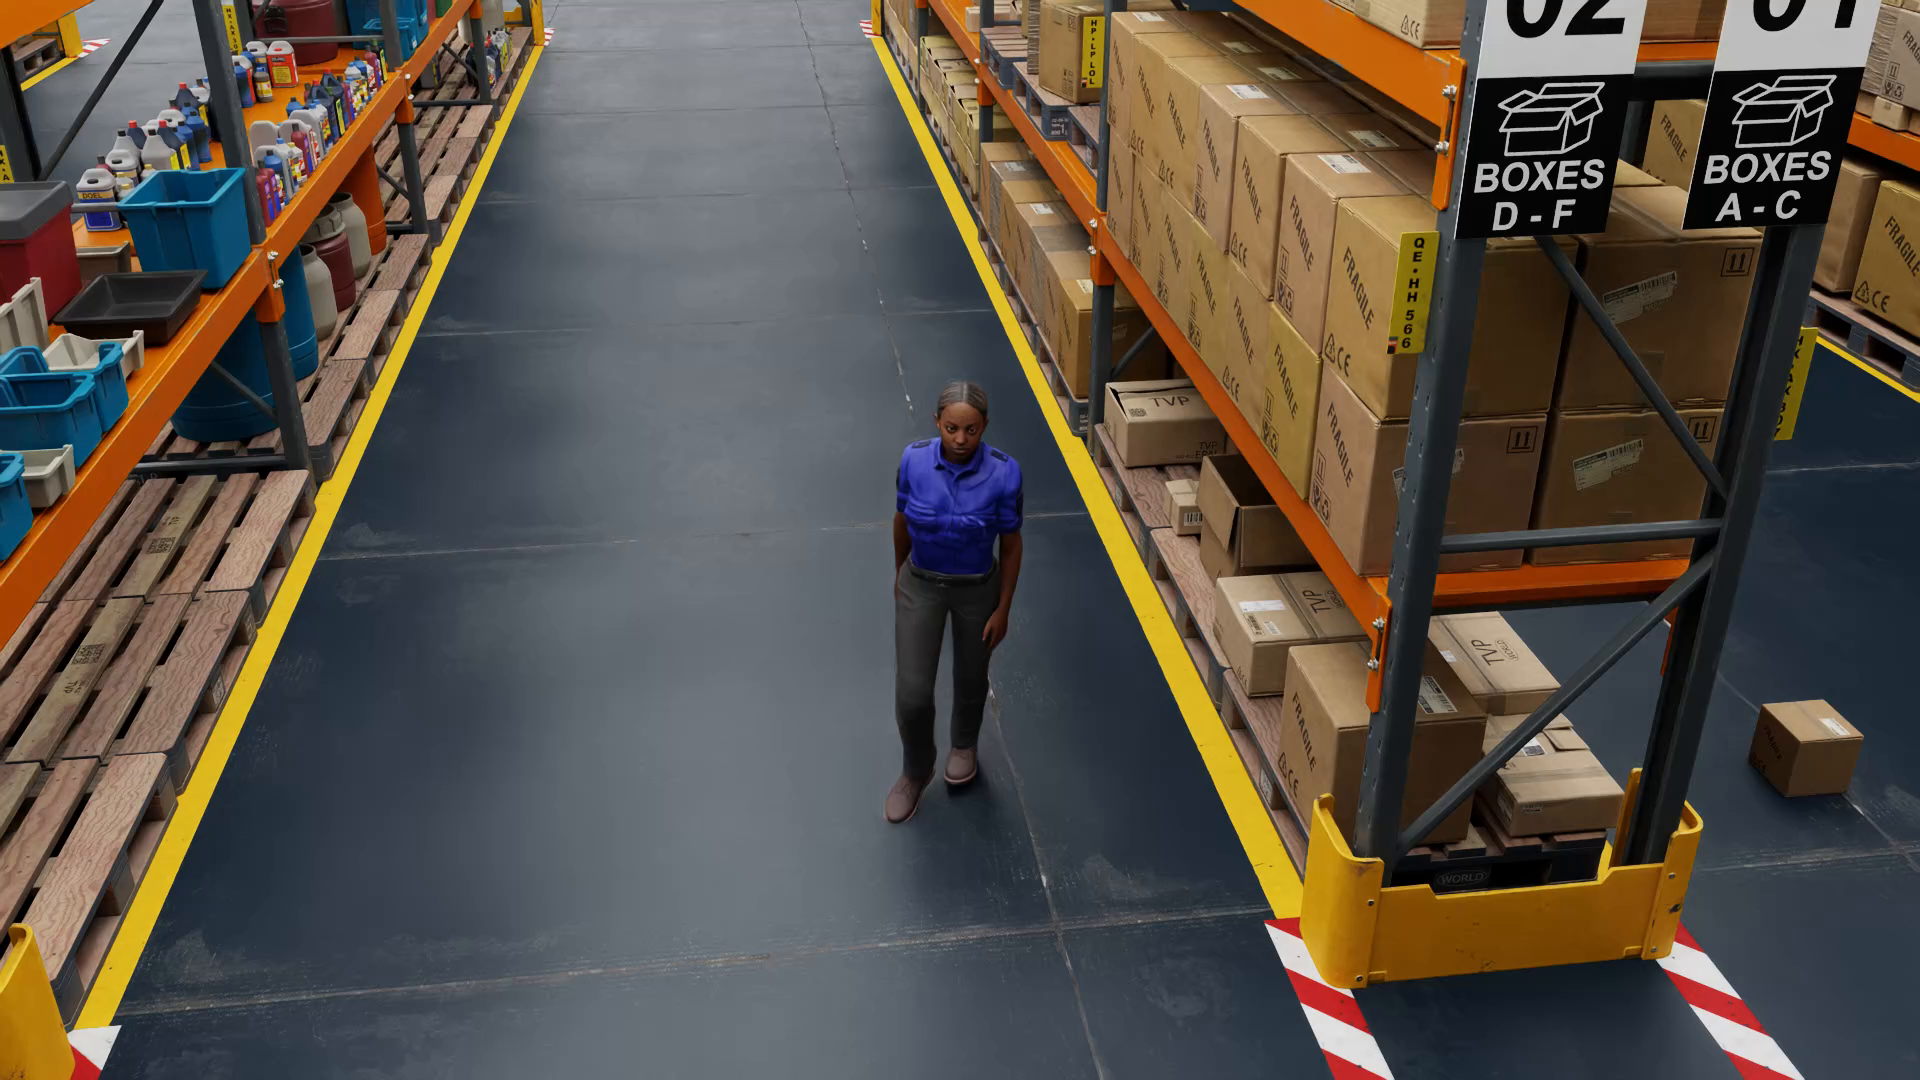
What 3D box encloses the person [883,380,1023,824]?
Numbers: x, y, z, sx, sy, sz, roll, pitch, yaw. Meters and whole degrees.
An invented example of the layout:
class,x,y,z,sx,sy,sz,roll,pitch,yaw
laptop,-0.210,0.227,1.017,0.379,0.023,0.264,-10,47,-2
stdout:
class,x,y,z,sx,sy,sz,roll,pitch,yaw
person,-0.025,0.193,5.761,0.482,1.682,0.533,2,27,4
